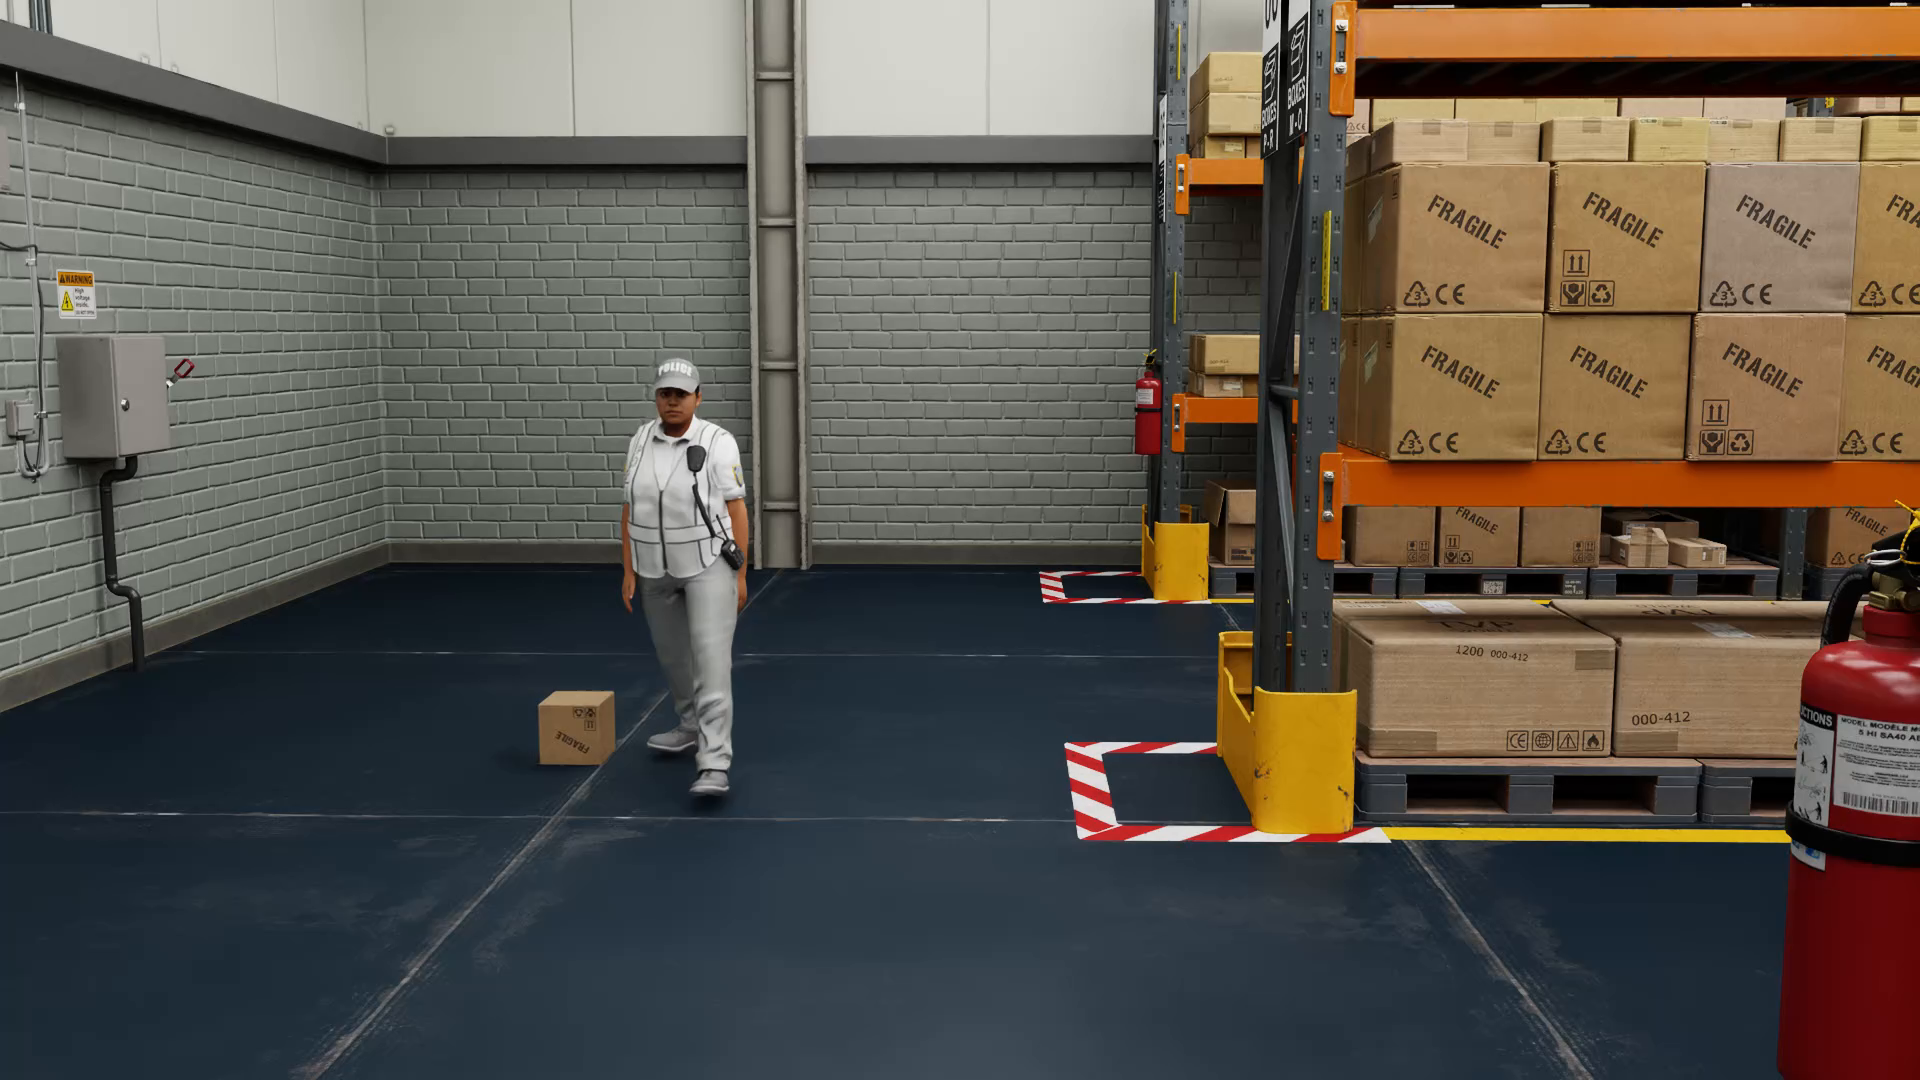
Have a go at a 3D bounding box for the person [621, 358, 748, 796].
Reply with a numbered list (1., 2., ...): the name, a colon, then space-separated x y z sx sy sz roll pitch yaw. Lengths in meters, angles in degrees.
1. person: -1.051 0.117 6.380 0.633 1.623 0.892 2 8 18
